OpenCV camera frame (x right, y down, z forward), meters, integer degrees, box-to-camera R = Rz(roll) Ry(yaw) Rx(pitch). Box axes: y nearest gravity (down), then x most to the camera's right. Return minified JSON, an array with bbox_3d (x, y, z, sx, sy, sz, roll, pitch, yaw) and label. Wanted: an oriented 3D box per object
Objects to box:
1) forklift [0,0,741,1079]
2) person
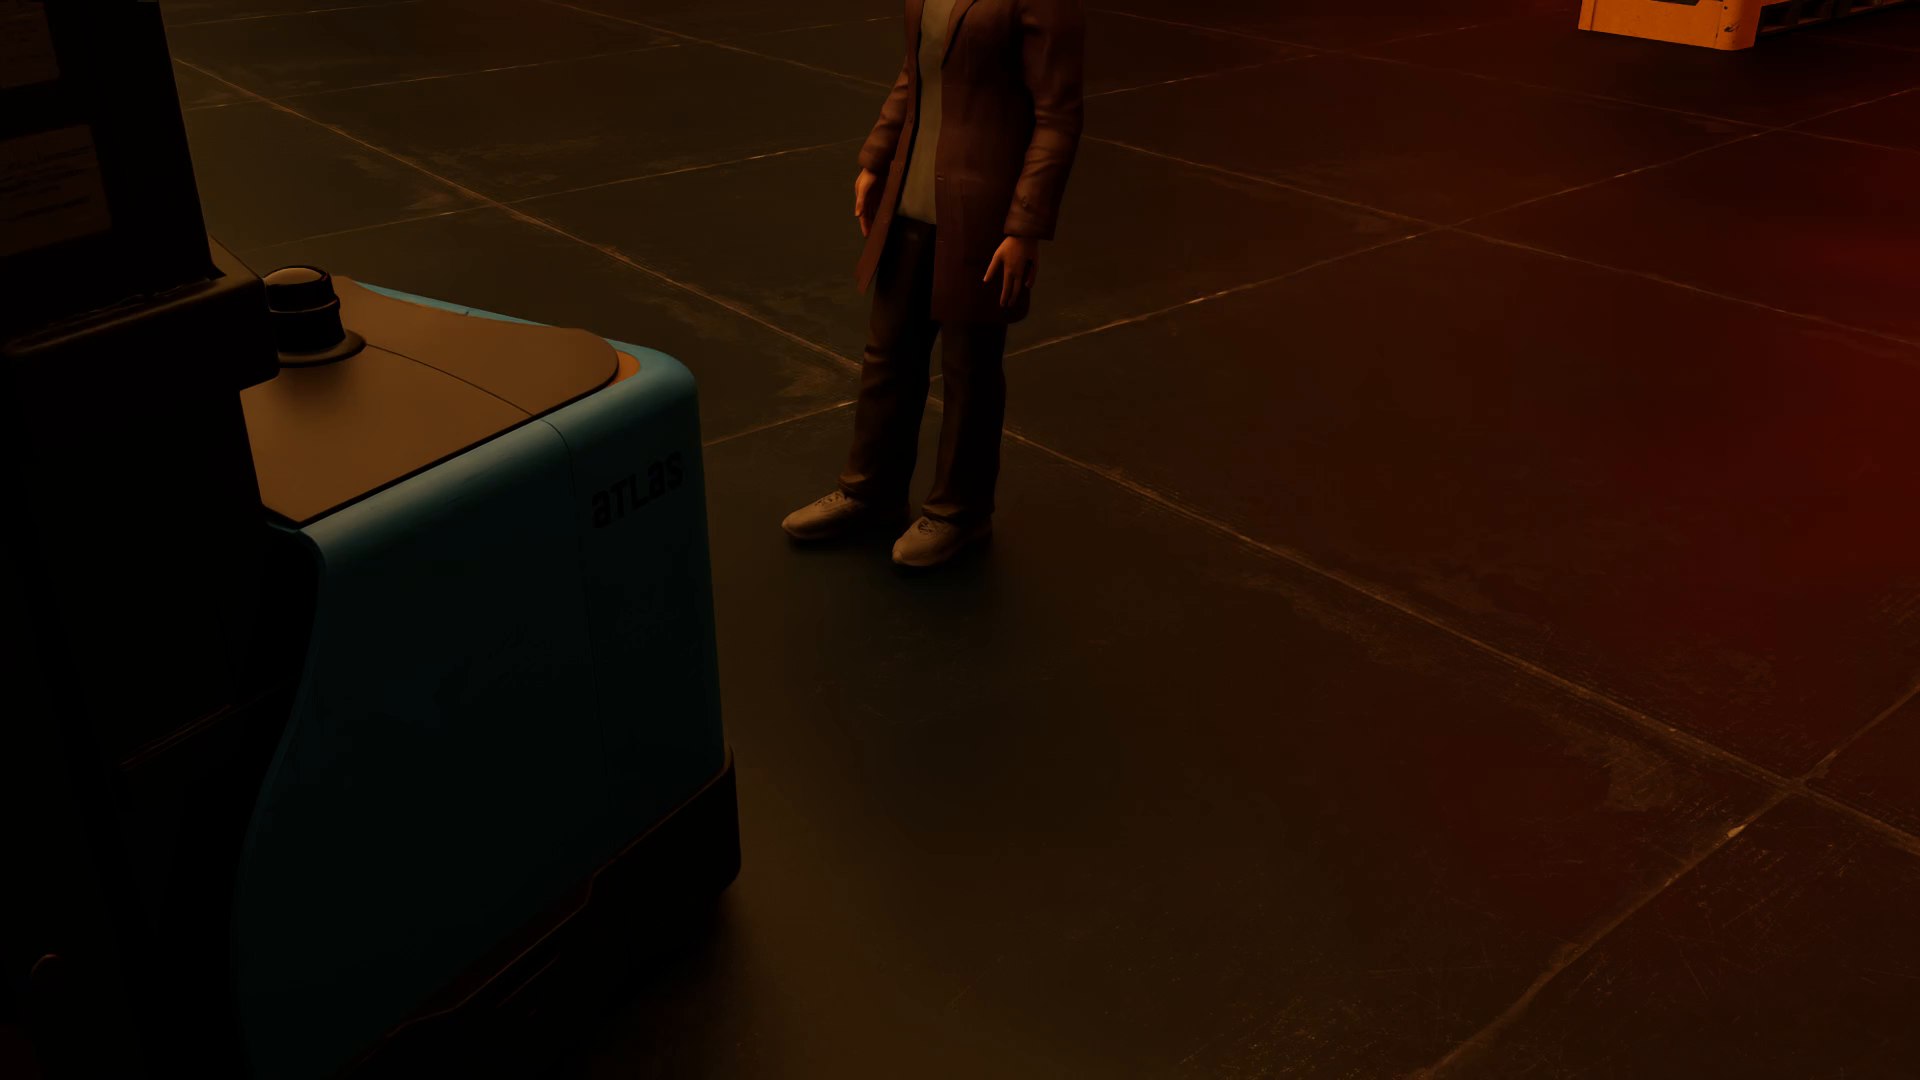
[{"bbox_3d":[-1.599,-0.197,1.599,1.130,2.935,3.031,15,30,27],"label":"forklift"},{"bbox_3d":[-0.073,-0.778,4.054,0.582,1.775,0.694,-20,33,-35],"label":"person"}]
